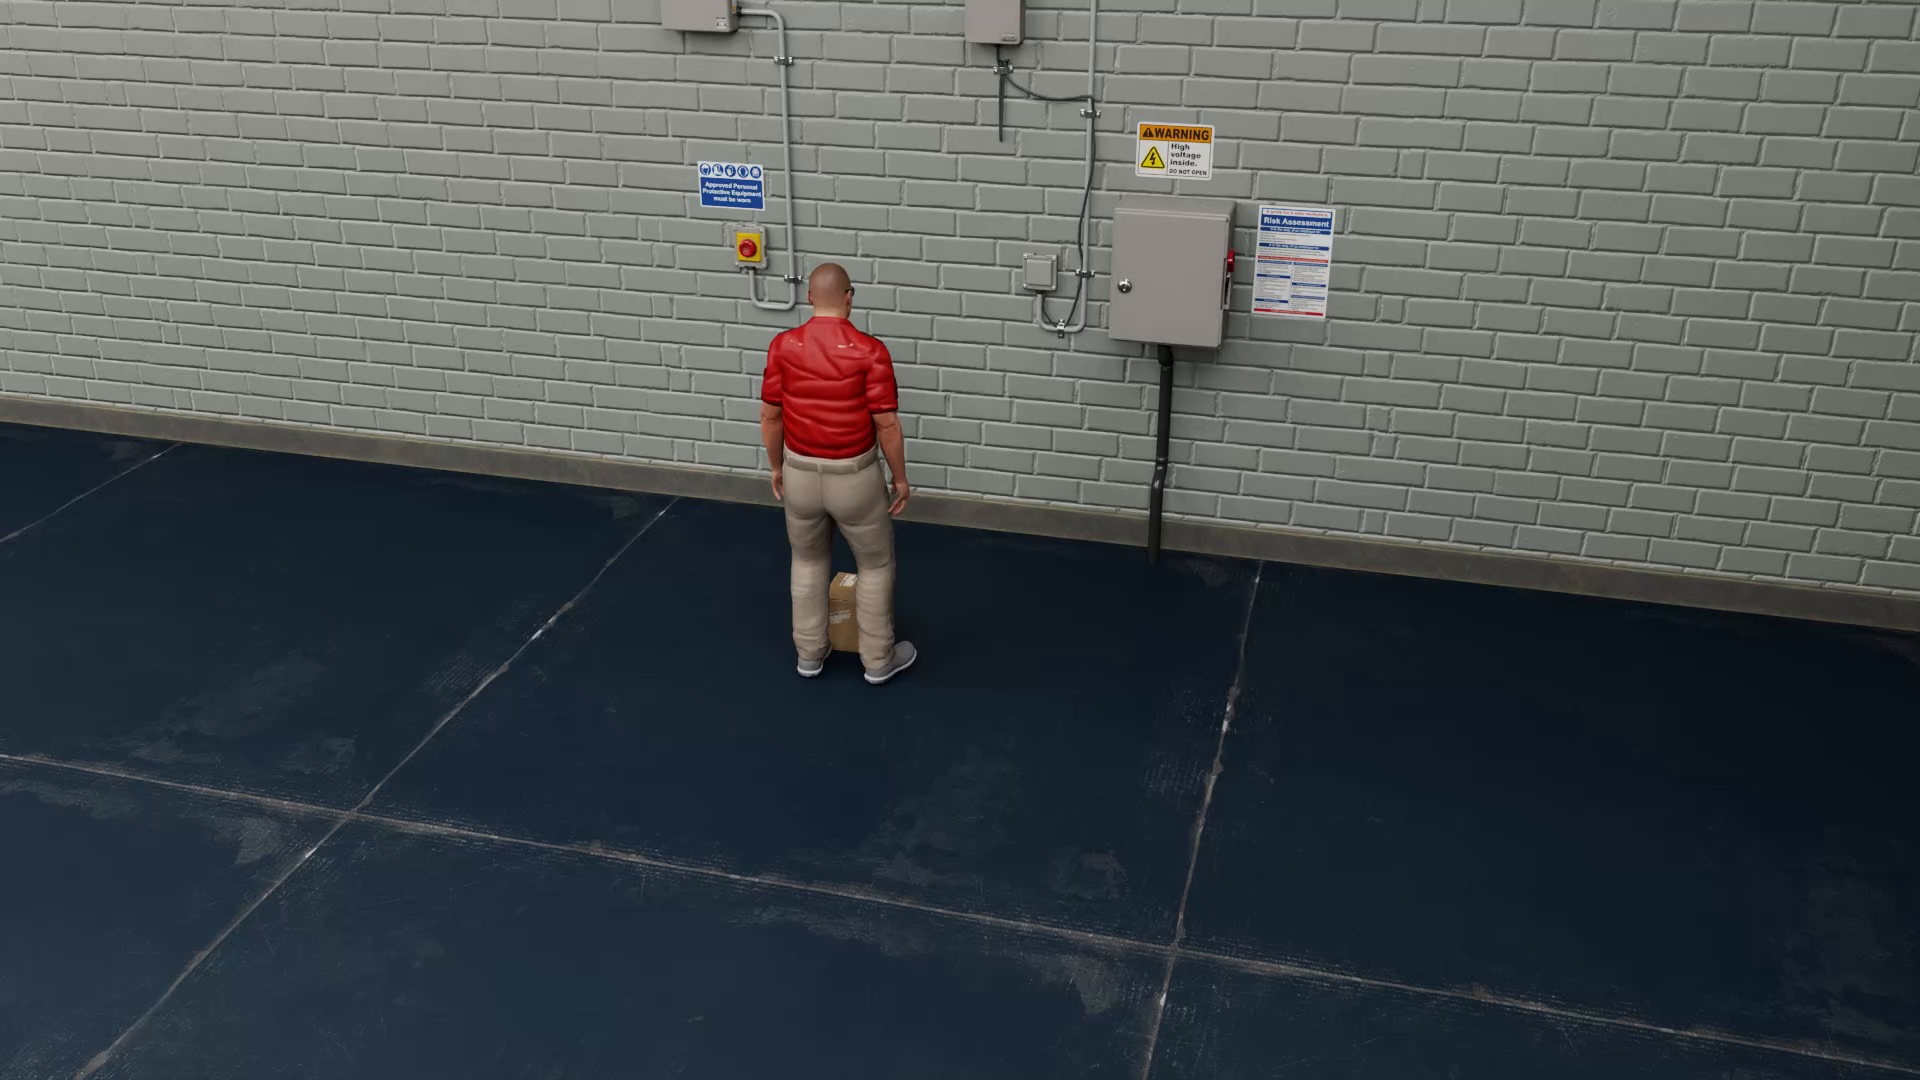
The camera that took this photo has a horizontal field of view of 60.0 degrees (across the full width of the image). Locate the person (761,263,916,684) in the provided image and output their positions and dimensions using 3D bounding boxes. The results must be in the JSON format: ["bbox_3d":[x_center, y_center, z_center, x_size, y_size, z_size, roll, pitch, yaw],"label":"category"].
[{"bbox_3d":[-0.493,-0.248,6.652,0.587,1.727,0.394,6,26,13],"label":"person"}]
